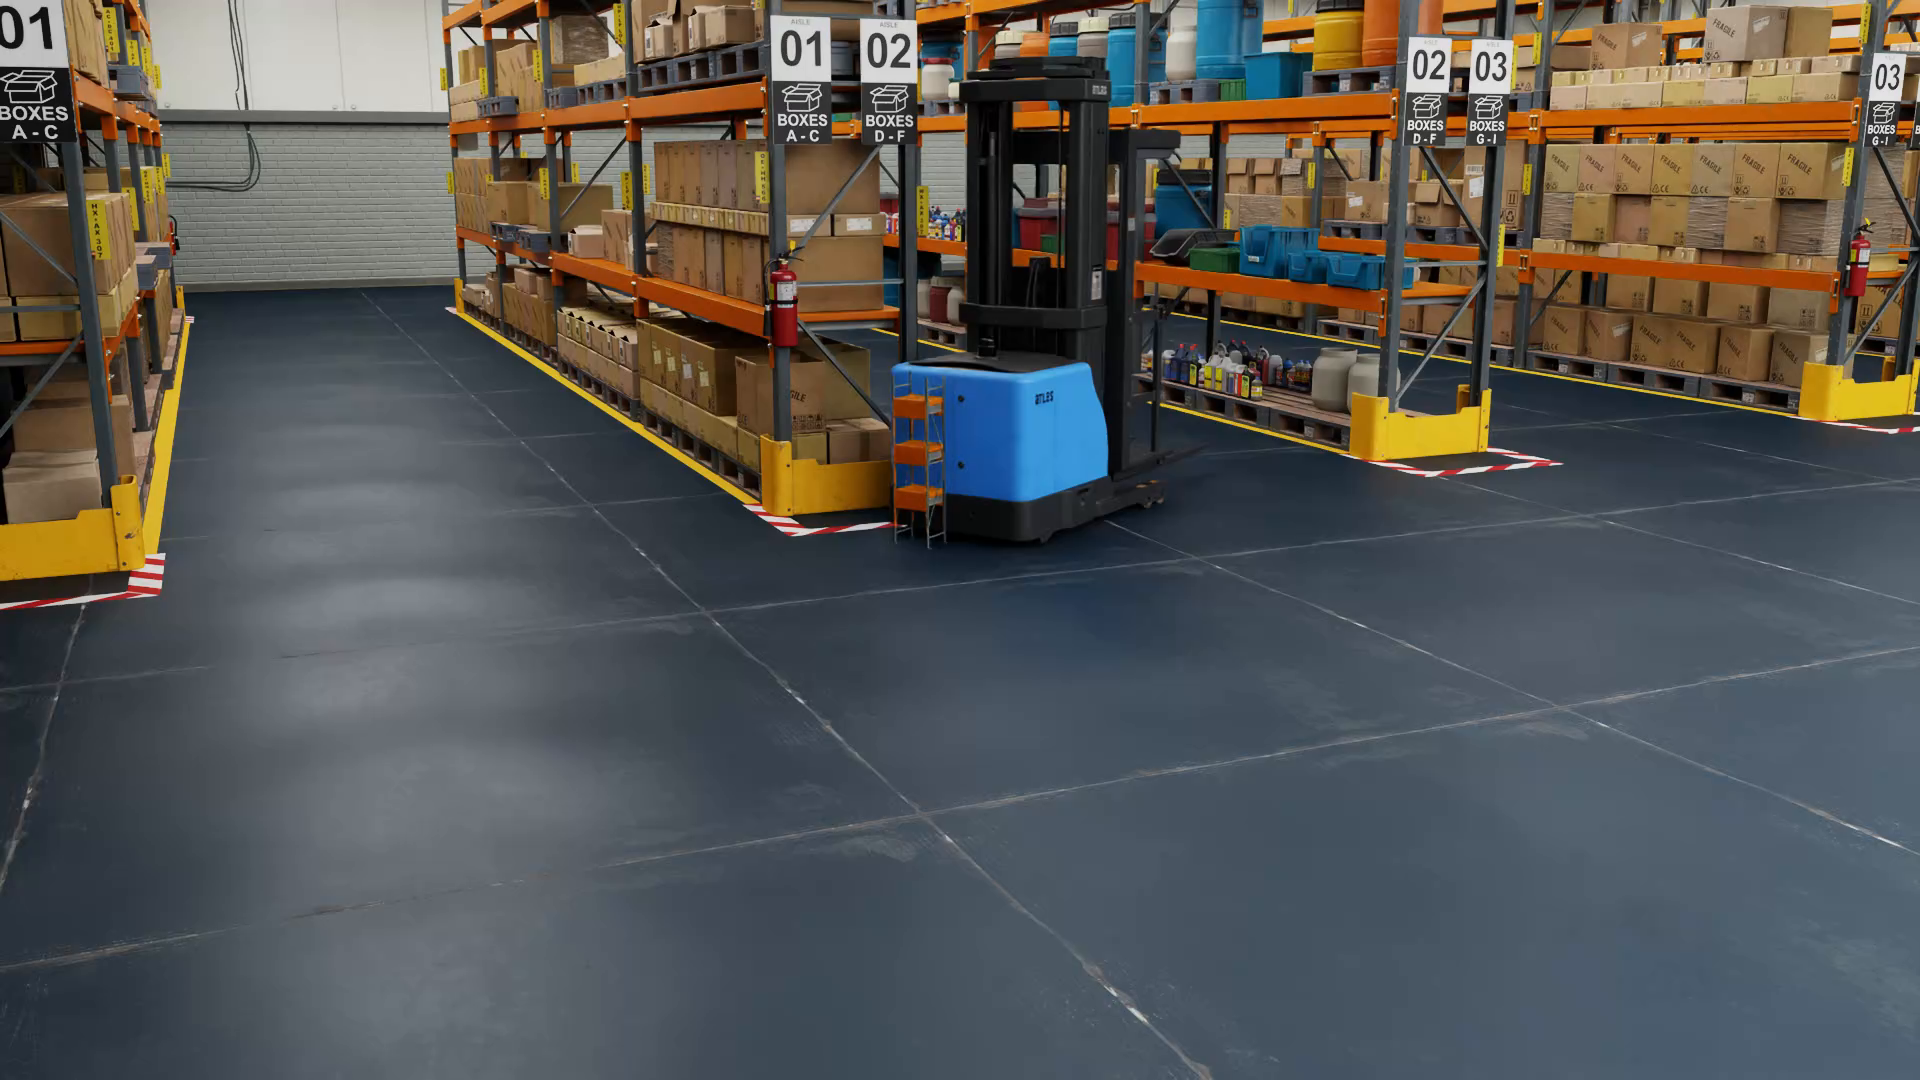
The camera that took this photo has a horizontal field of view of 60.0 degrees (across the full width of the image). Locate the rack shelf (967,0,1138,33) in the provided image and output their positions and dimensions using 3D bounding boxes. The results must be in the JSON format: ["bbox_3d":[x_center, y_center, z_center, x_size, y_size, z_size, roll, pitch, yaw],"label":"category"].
[{"bbox_3d":[1.368,-5.771,17.830,1.077,0.370,4.000,-6,14,-23],"label":"rack shelf"}]

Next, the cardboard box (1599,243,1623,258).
[{"bbox_3d":[6.903,-3.026,17.348,0.380,0.149,0.250,-6,14,-23],"label":"cardboard box"}]

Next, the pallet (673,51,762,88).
[{"bbox_3d":[-1.521,-3.527,12.498,1.003,0.211,1.213,-6,14,-23],"label":"pallet"}]

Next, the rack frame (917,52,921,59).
[{"bbox_3d":[-1.036,-7.556,23.060,1.000,3.000,0.127,-6,14,-23],"label":"rack frame"}]

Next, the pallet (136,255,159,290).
[{"bbox_3d":[-7.081,-2.163,13.489,1.003,0.211,1.213,-6,14,-23],"label":"pallet"}]

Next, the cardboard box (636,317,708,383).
[{"bbox_3d":[-2.472,-1.640,14.307,0.500,0.500,0.500,-6,14,-23],"label":"cardboard box"}]

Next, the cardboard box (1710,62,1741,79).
[{"bbox_3d":[7.398,-4.483,15.882,0.380,0.149,0.250,-6,15,-26],"label":"cardboard box"}]

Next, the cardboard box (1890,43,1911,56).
[{"bbox_3d":[11.127,-5.730,19.458,0.380,0.149,0.250,-5,14,-22],"label":"cardboard box"}]

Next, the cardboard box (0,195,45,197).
[{"bbox_3d":[-6.708,-2.164,11.695,0.500,0.500,0.500,-6,14,-23],"label":"cardboard box"}]

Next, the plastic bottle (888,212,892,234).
[{"bbox_3d":[-0.924,-4.279,22.463,0.061,0.283,0.133,-6,14,-23],"label":"plastic bottle"}]

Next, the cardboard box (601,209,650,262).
[{"bbox_3d":[-3.286,-3.064,16.733,0.500,0.500,0.500,-6,15,-26],"label":"cardboard box"}]

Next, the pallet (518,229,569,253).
[{"bbox_3d":[-4.309,-3.400,18.835,1.213,0.211,1.003,-6,14,-23],"label":"pallet"}]

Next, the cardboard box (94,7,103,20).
[{"bbox_3d":[-6.459,-4.014,11.923,0.500,0.500,0.500,-7,15,-28],"label":"cardboard box"}]

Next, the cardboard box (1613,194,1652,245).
[{"bbox_3d":[7.291,-3.322,17.190,0.875,0.500,0.500,-6,14,-23],"label":"cardboard box"}]

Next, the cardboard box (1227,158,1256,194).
[{"bbox_3d":[4.294,-5.217,23.812,0.797,0.503,0.637,-5,14,-21],"label":"cardboard box"}]

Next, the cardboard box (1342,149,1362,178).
[{"bbox_3d":[7.025,-6.580,29.049,0.500,0.500,0.500,-6,14,-25],"label":"cardboard box"}]

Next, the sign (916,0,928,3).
[{"bbox_3d":[-0.258,-3.682,10.860,0.100,0.325,0.005,-6,14,-23],"label":"sign"}]

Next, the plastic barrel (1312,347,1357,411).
[{"bbox_3d":[3.237,-1.379,14.263,0.421,0.512,0.421,0,13,0],"label":"plastic barrel"}]

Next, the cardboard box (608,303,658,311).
[{"bbox_3d":[-3.538,-2.412,18.064,0.500,0.311,0.500,-5,14,-21],"label":"cardboard box"}]

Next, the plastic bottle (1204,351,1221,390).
[{"bbox_3d":[2.358,-1.573,15.414,0.144,0.351,0.185,-6,14,-23],"label":"plastic bottle"}]

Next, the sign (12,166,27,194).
[{"bbox_3d":[-9.018,-3.425,15.949,0.100,0.325,0.005,-6,14,-23],"label":"sign"}]

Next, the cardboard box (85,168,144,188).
[{"bbox_3d":[-8.468,-3.604,16.699,0.500,0.250,0.500,-5,14,-22],"label":"cardboard box"}]

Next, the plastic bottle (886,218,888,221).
[{"bbox_3d":[-0.992,-4.284,22.669,0.097,0.201,0.097,0,13,0],"label":"plastic bottle"}]

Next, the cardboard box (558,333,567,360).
[{"bbox_3d":[-4.033,-2.090,17.917,0.500,0.250,0.500,-6,14,-23],"label":"cardboard box"}]

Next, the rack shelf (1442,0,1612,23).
[{"bbox_3d":[5.906,-6.218,19.763,1.077,0.370,4.000,-6,14,-23],"label":"rack shelf"}]

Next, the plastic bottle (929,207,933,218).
[{"bbox_3d":[-0.426,-4.398,22.828,0.144,0.351,0.185,-6,14,-23],"label":"plastic bottle"}]

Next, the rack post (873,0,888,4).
[{"bbox_3d":[-0.727,-7.342,22.304,0.937,0.300,0.954,-6,14,-24],"label":"rack post"}]

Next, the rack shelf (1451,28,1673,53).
[{"bbox_3d":[8.889,-7.472,25.179,1.077,0.370,4.000,-6,14,-23],"label":"rack shelf"}]

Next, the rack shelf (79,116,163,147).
[{"bbox_3d":[-10.914,-5.263,21.398,1.077,0.370,4.000,-6,14,-23],"label":"rack shelf"}]

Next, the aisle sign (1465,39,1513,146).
[{"bbox_3d":[4.069,-3.432,12.781,0.394,0.787,0.004,-6,14,-23],"label":"aisle sign"}]

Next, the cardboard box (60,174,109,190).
[{"bbox_3d":[-8.203,-3.357,15.588,0.380,0.149,0.250,-8,15,-32],"label":"cardboard box"}]

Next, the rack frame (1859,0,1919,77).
[{"bbox_3d":[8.310,-5.524,14.281,1.000,3.000,0.127,-6,14,-23],"label":"rack frame"}]

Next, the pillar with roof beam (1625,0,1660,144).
[{"bbox_3d":[11.328,-10.424,35.450,9.100,9.000,0.400,-6,14,-23],"label":"pillar with roof beam"}]

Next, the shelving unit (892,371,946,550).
[{"bbox_3d":[-0.248,-0.485,10.133,0.252,1.050,0.215,8,16,32],"label":"shelving unit"}]

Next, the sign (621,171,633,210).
[{"bbox_3d":[-2.864,-3.008,14.323,0.100,0.325,0.005,-6,14,-23],"label":"sign"}]

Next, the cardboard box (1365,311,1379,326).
[{"bbox_3d":[5.626,-3.001,21.251,0.700,0.500,0.500,-7,15,-28],"label":"cardboard box"}]

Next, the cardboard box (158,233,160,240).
[{"bbox_3d":[-9.596,-3.532,19.489,0.380,0.149,0.250,-5,14,-22],"label":"cardboard box"}]

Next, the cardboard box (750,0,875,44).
[{"bbox_3d":[-0.995,-3.611,11.196,0.797,0.503,0.637,-5,14,-19],"label":"cardboard box"}]

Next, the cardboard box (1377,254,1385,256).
[{"bbox_3d":[7.236,-4.872,28.838,0.380,0.149,0.250,-6,14,-26],"label":"cardboard box"}]

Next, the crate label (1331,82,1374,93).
[{"bbox_3d":[3.324,-3.960,14.503,0.502,0.251,0.408,-6,14,-23],"label":"crate label"}]

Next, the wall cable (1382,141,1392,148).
[{"bbox_3d":[9.995,-8.590,38.581,0.588,1.984,0.122,-6,14,-23],"label":"wall cable"}]

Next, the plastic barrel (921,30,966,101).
[{"bbox_3d":[-0.212,-6.205,21.831,0.600,0.901,0.708,-6,14,-23],"label":"plastic barrel"}]

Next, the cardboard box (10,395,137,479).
[{"bbox_3d":[-5.977,-0.681,11.226,0.700,0.500,0.500,-7,15,-27],"label":"cardboard box"}]

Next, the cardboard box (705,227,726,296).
[{"bbox_3d":[-1.567,-2.173,12.886,0.700,0.500,0.500,-5,14,-21],"label":"cardboard box"}]

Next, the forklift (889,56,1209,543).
[{"bbox_3d":[0.776,-1.692,11.180,1.130,2.935,3.031,8,15,32],"label":"forklift"}]

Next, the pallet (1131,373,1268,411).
[{"bbox_3d":[2.400,-1.479,16.294,1.003,0.211,1.213,-6,14,-23],"label":"pallet"}]

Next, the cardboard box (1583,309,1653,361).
[{"bbox_3d":[7.067,-2.211,17.882,0.500,0.500,0.500,-1,13,-5],"label":"cardboard box"}]

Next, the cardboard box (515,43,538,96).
[{"bbox_3d":[-4.905,-5.564,19.731,0.600,0.600,0.600,-6,14,-25],"label":"cardboard box"}]

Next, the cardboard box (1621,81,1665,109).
[{"bbox_3d":[7.059,-4.488,16.787,0.500,0.250,0.500,-6,14,-25],"label":"cardboard box"}]

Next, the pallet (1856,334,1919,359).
[{"bbox_3d":[11.525,-2.332,19.979,1.003,0.211,1.213,-6,14,-23],"label":"pallet"}]

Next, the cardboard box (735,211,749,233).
[{"bbox_3d":[-1.404,-2.293,11.964,0.380,0.149,0.250,-5,14,-22],"label":"cardboard box"}]

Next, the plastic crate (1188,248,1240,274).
[{"bbox_3d":[2.454,-2.571,15.297,0.450,0.188,0.662,-6,14,-23],"label":"plastic crate"}]

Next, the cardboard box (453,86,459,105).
[{"bbox_3d":[-7.017,-6.411,23.990,0.500,0.250,0.500,-6,14,-23],"label":"cardboard box"}]

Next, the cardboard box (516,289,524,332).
[{"bbox_3d":[-5.188,-2.848,20.591,0.500,0.500,0.500,-5,14,-22],"label":"cardboard box"}]

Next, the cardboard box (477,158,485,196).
[{"bbox_3d":[-6.223,-4.909,22.489,0.500,0.500,0.500,-6,14,-24],"label":"cardboard box"}]

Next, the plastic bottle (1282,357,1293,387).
[{"bbox_3d":[3.072,-1.575,15.599,0.097,0.271,0.097,0,13,0],"label":"plastic bottle"}]

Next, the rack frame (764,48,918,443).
[{"bbox_3d":[-0.769,-1.707,11.095,1.000,3.000,0.127,-6,14,-23],"label":"rack frame"}]
